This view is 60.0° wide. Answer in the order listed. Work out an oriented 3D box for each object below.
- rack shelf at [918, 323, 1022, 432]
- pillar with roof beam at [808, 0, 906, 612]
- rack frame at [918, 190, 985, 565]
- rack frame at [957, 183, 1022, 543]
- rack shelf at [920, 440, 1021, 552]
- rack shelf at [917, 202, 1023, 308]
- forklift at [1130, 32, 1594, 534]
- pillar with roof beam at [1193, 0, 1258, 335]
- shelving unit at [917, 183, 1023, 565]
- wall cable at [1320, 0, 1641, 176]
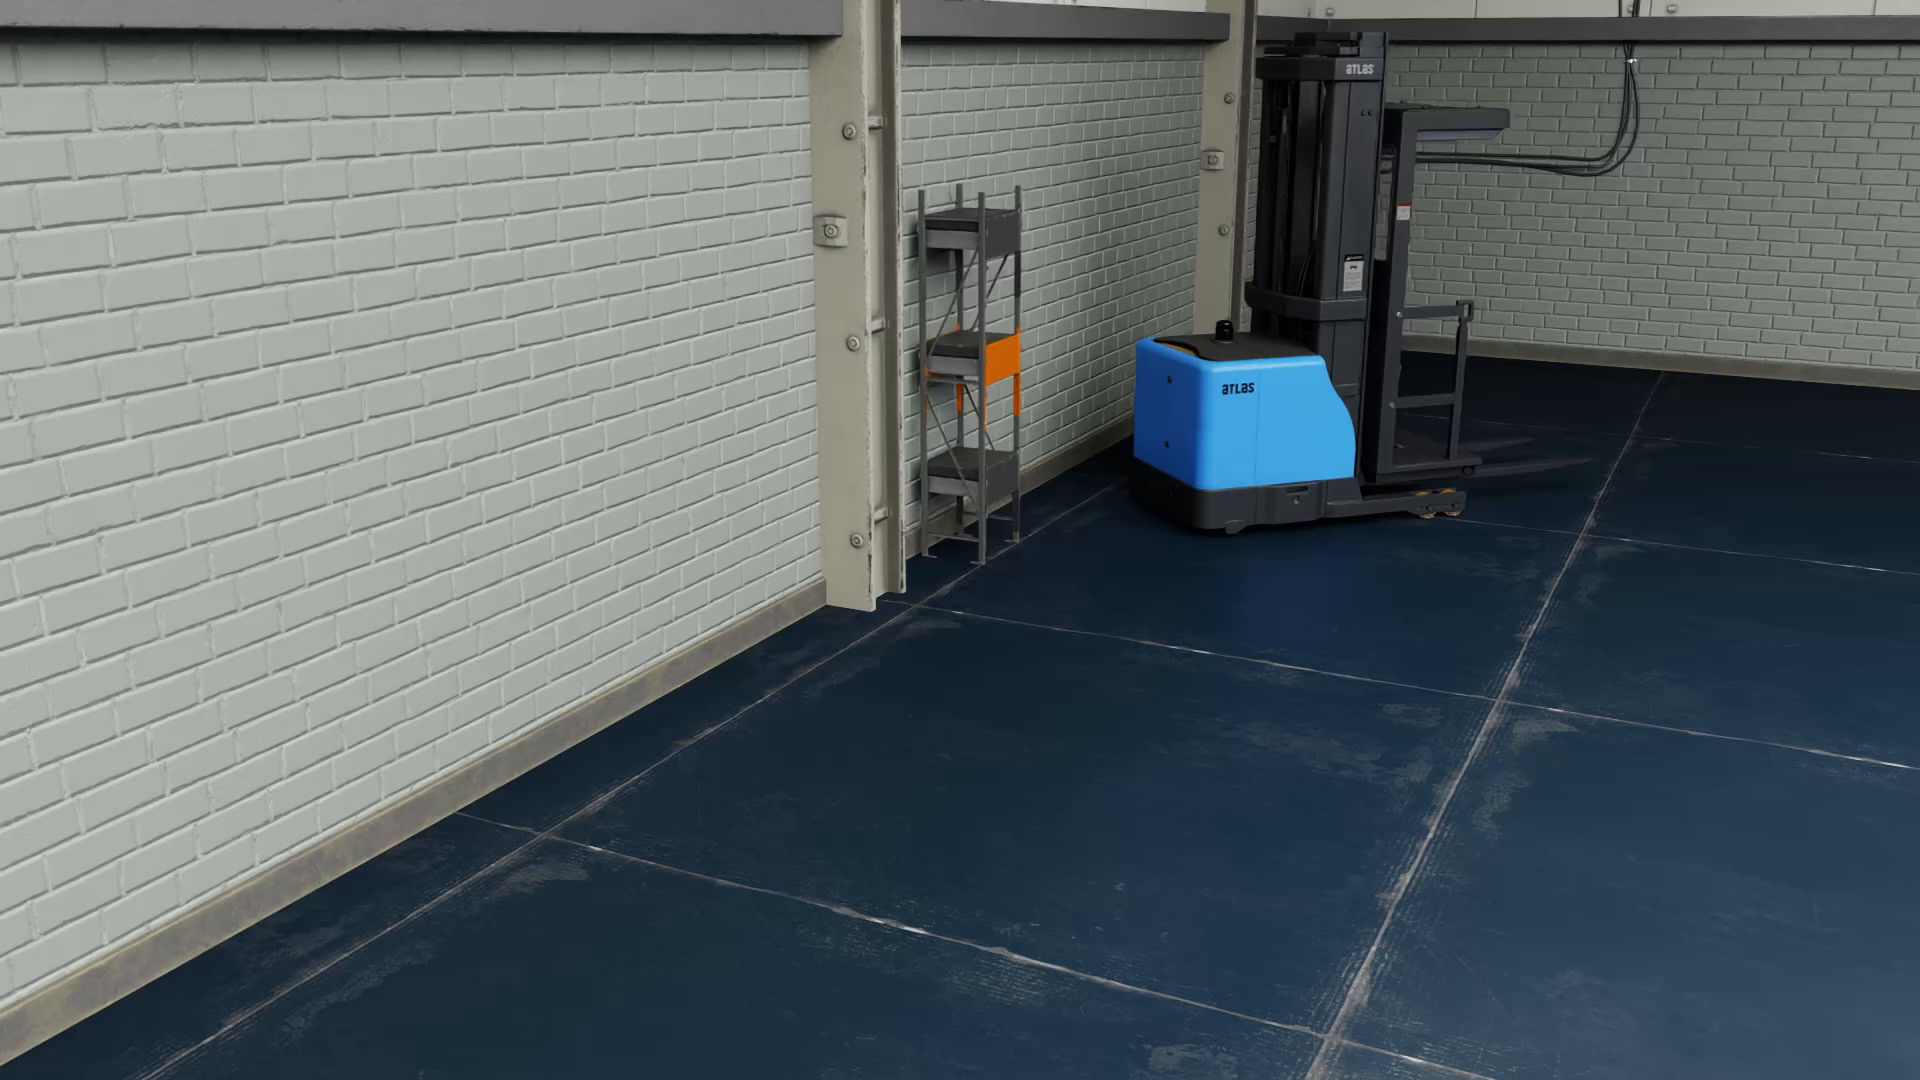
[{"bbox_3d":[0.062,-0.937,9.535,0.431,0.518,0.480,8,18,24],"label":"rack shelf"},{"bbox_3d":[3.334,-3.458,5.861,9.100,9.000,0.400,8,18,25],"label":"pillar with roof beam"},{"bbox_3d":[-0.043,-0.887,9.320,0.400,2.100,0.015,8,18,24],"label":"rack frame"},{"bbox_3d":[0.167,-1.012,9.742,0.400,2.100,0.015,8,18,24],"label":"rack frame"},{"bbox_3d":[0.064,-0.265,9.733,0.431,0.518,0.480,8,18,24],"label":"rack shelf"},{"bbox_3d":[0.060,-1.608,9.337,0.431,0.518,0.480,8,18,24],"label":"rack shelf"},{"bbox_3d":[2.680,-1.675,10.517,3.031,2.935,1.130,-6,17,-19],"label":"forklift"},{"bbox_3d":[6.015,-4.986,11.007,9.100,9.000,0.400,8,18,25],"label":"pillar with roof beam"},{"bbox_3d":[0.062,-0.950,9.531,0.431,2.100,0.503,8,18,24],"label":"shelving unit"},{"bbox_3d":[4.663,-4.627,15.253,3.097,2.526,0.112,8,18,25],"label":"wall cable"}]
